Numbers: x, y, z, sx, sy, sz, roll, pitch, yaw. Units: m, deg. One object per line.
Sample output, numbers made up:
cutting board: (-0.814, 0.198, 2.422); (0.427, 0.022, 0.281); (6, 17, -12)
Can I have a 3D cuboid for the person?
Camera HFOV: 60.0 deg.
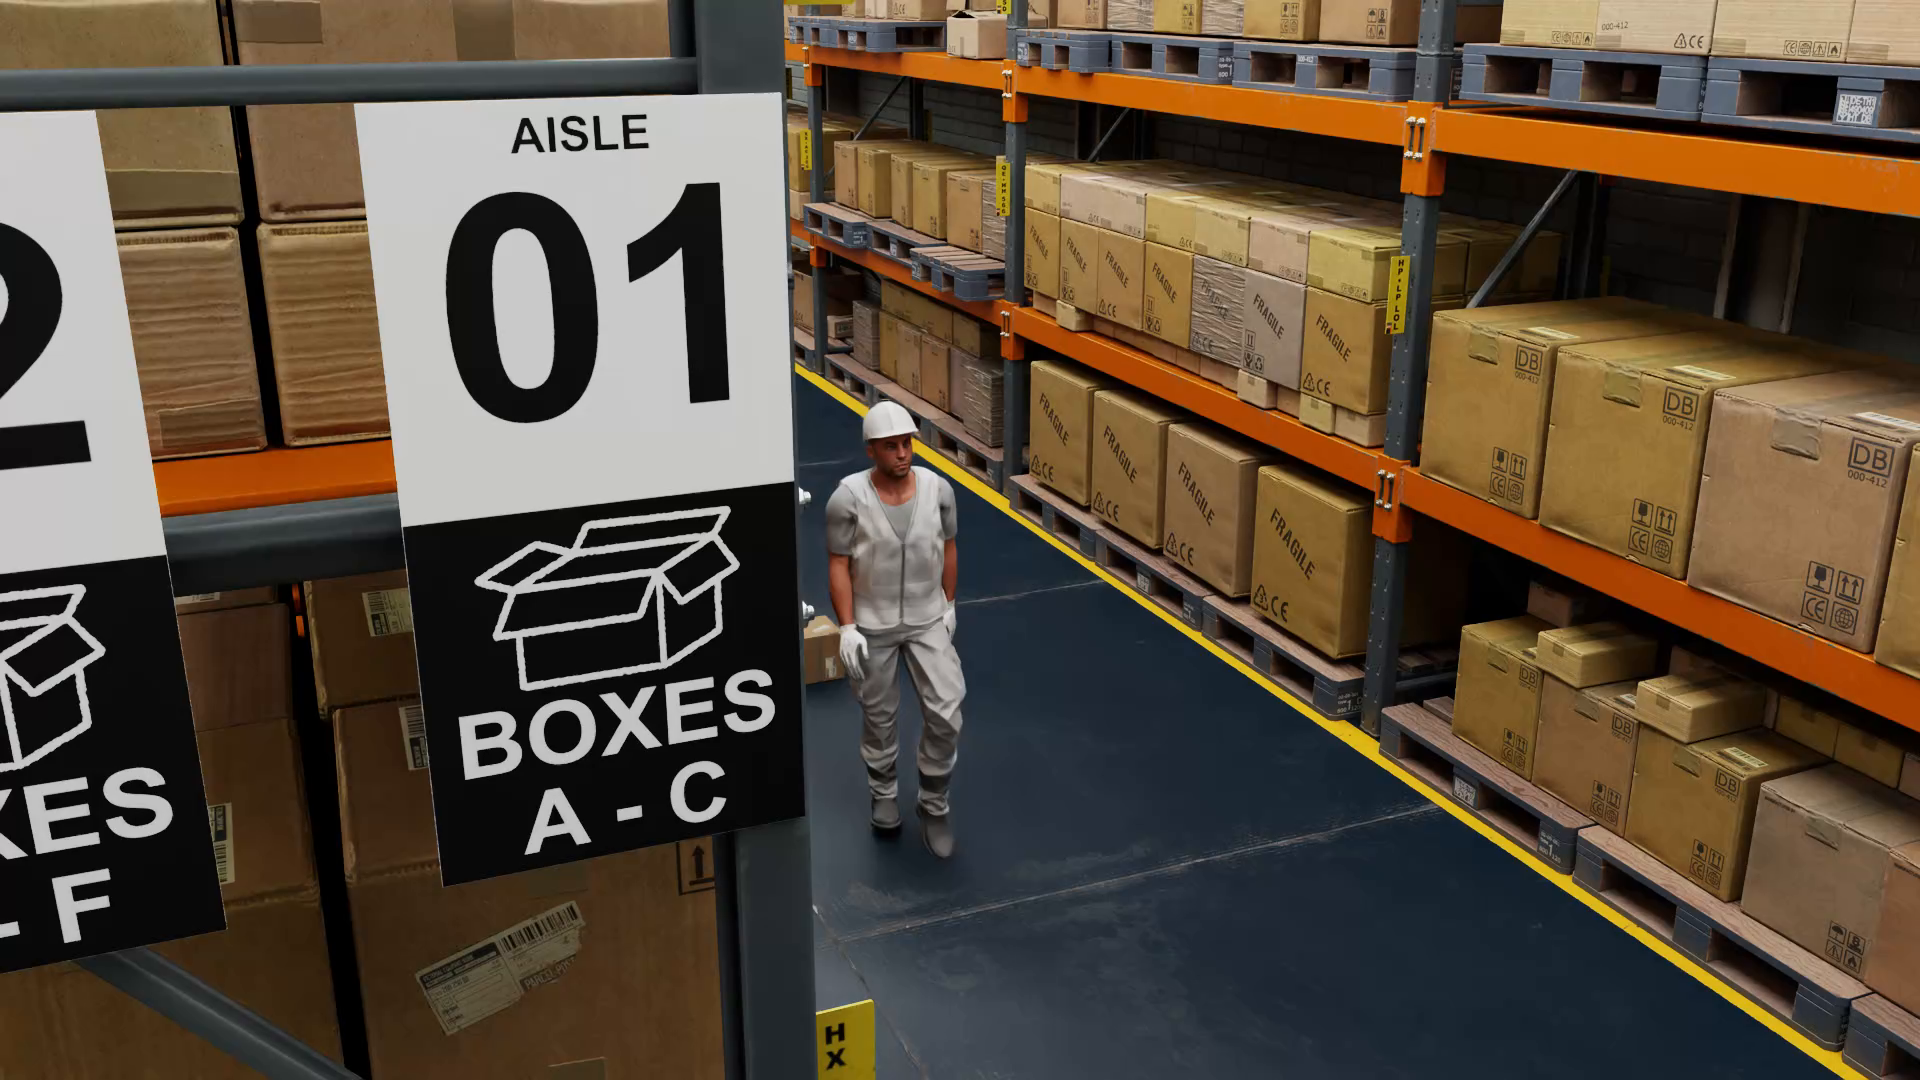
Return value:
person: (-0.245, 0.359, 6.464); (0.536, 1.837, 0.518); (-4, 19, -13)
